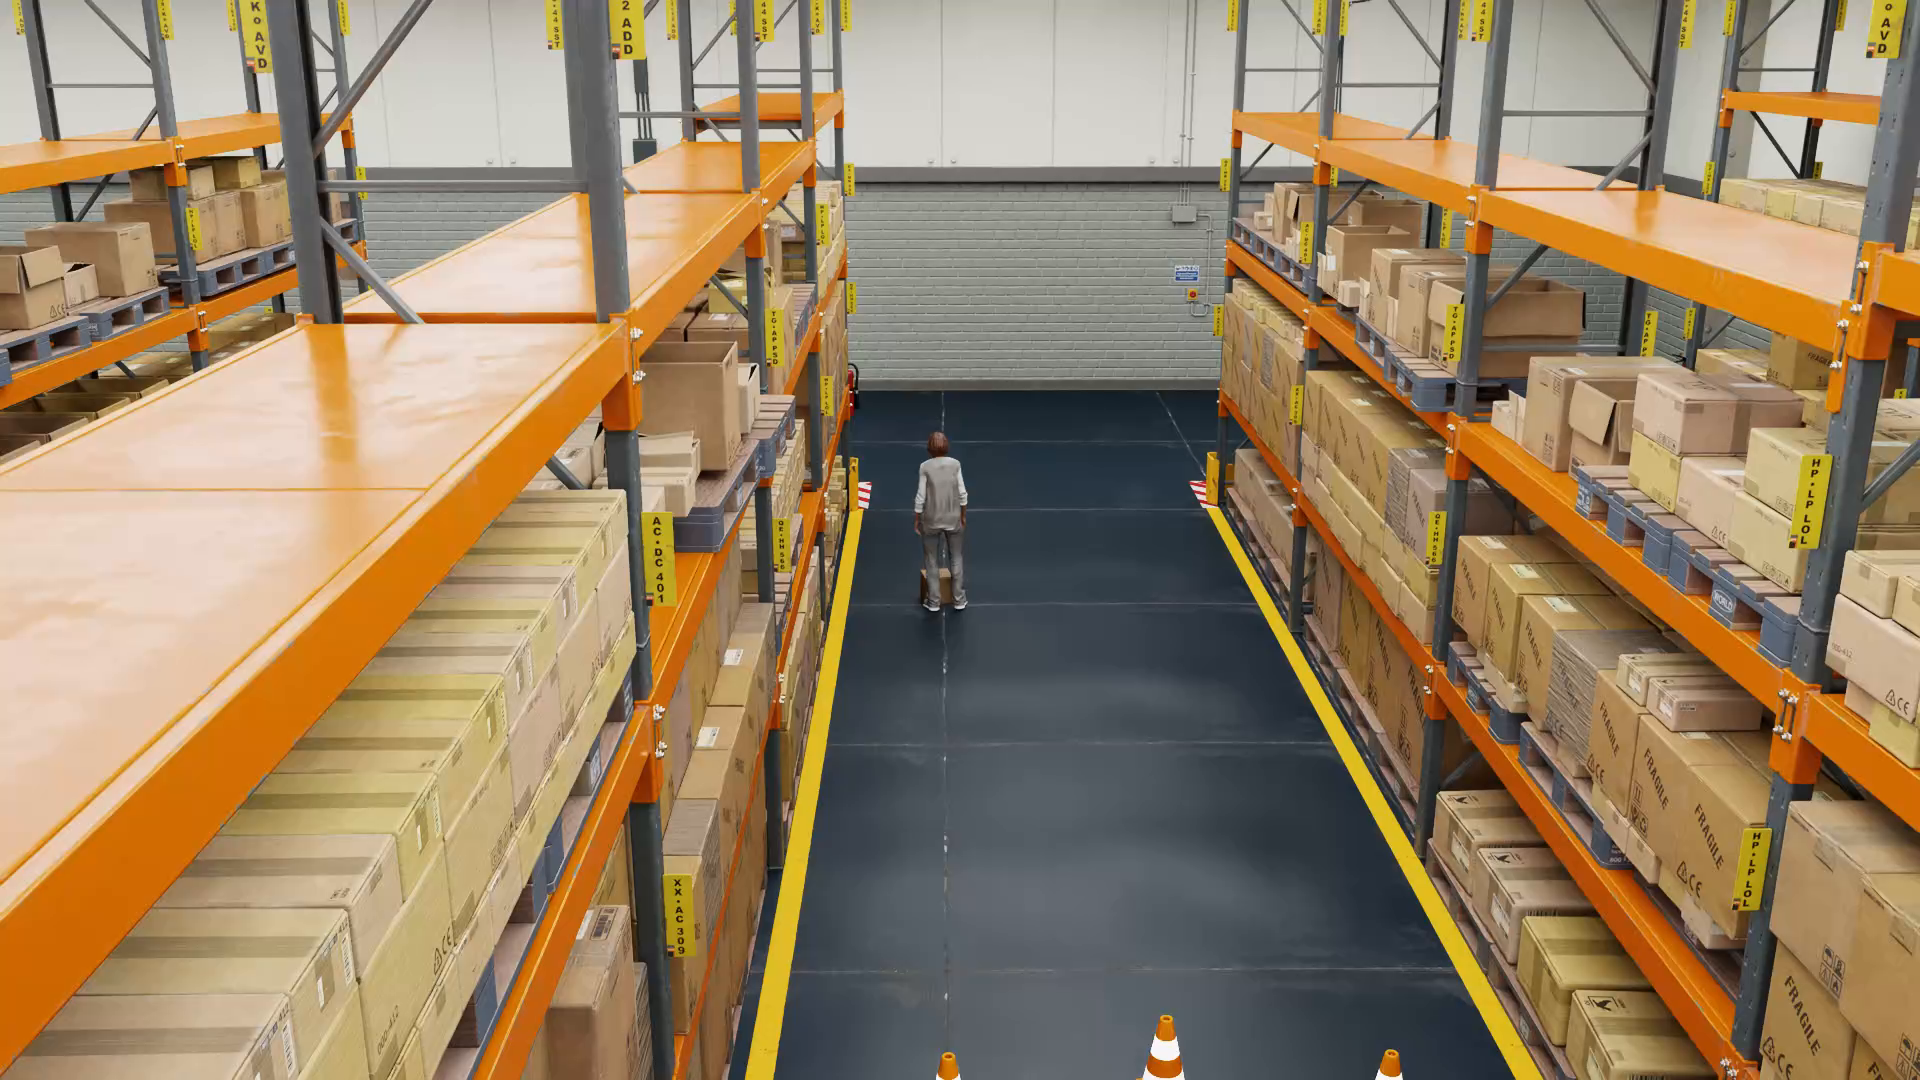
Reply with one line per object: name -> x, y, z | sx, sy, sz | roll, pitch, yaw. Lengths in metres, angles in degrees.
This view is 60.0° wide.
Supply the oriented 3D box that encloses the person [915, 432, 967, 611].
person -> -0.159, -0.155, 14.545 | 0.484, 1.594, 0.341 | -4, 18, -11
